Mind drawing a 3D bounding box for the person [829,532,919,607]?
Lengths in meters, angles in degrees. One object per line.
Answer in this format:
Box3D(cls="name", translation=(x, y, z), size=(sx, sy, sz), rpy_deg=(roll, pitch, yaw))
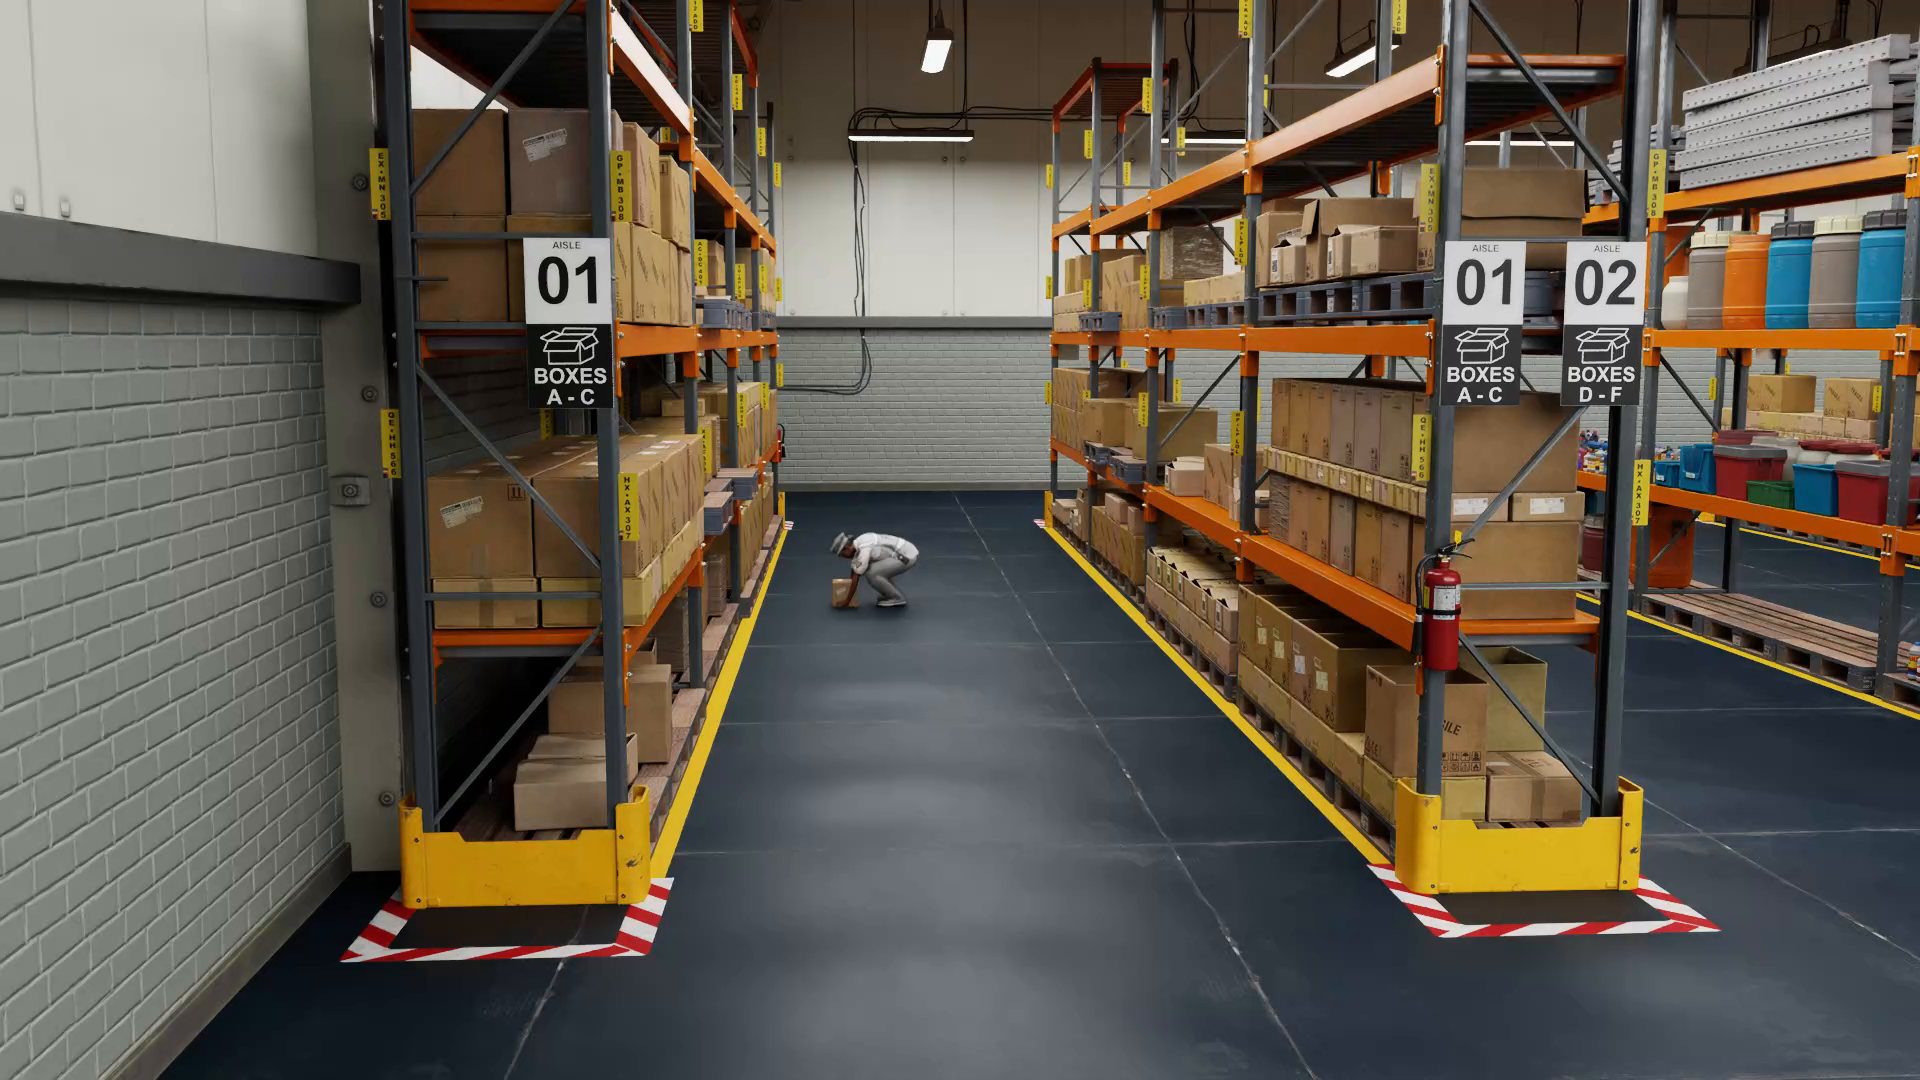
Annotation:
Box3D(cls="person", translation=(-0.883, 0.299, 17.102), size=(0.923, 0.773, 0.456), rpy_deg=(-1, 7, -5))
